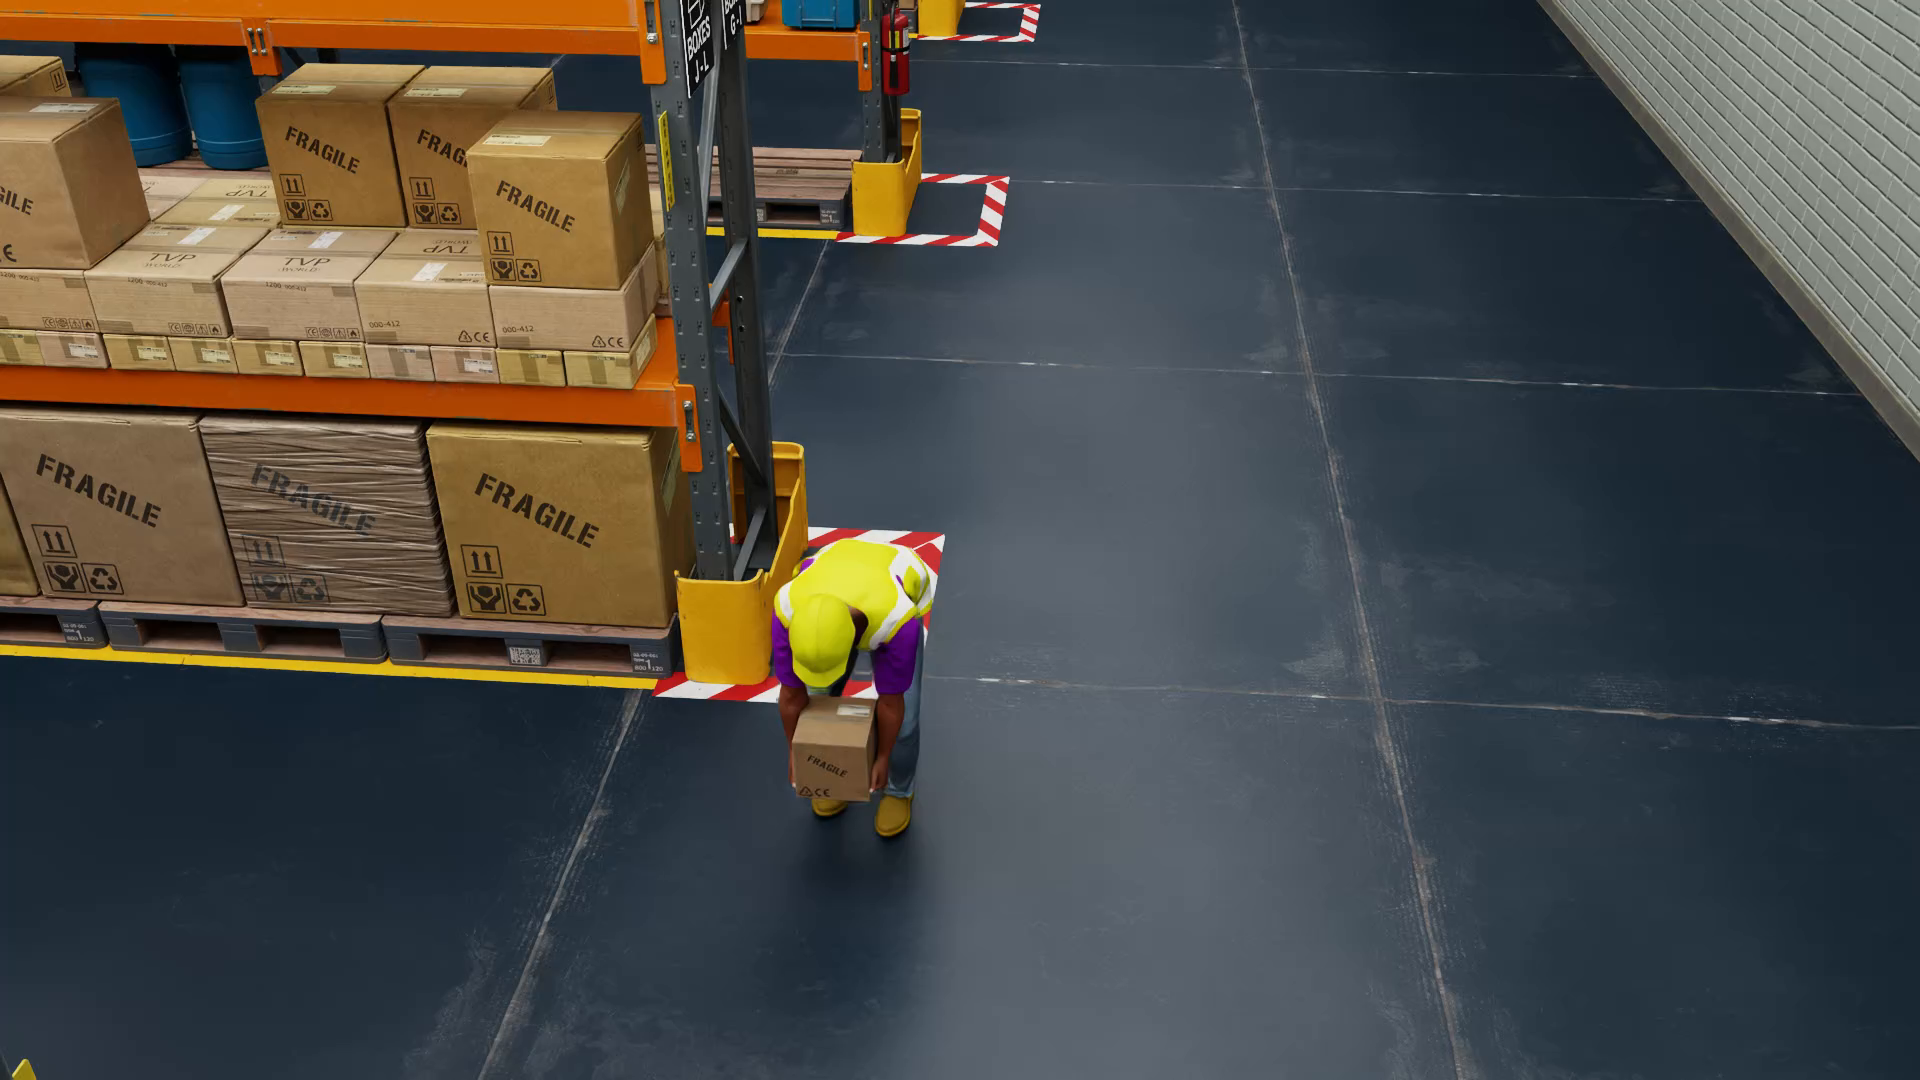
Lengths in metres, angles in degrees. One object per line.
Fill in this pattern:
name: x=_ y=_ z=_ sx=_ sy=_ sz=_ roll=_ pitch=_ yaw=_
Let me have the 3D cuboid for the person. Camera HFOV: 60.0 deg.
person: x=-0.363 y=0.538 z=5.724 sx=0.501 sy=1.259 sz=0.938 roll=7 pitch=32 yaw=11
